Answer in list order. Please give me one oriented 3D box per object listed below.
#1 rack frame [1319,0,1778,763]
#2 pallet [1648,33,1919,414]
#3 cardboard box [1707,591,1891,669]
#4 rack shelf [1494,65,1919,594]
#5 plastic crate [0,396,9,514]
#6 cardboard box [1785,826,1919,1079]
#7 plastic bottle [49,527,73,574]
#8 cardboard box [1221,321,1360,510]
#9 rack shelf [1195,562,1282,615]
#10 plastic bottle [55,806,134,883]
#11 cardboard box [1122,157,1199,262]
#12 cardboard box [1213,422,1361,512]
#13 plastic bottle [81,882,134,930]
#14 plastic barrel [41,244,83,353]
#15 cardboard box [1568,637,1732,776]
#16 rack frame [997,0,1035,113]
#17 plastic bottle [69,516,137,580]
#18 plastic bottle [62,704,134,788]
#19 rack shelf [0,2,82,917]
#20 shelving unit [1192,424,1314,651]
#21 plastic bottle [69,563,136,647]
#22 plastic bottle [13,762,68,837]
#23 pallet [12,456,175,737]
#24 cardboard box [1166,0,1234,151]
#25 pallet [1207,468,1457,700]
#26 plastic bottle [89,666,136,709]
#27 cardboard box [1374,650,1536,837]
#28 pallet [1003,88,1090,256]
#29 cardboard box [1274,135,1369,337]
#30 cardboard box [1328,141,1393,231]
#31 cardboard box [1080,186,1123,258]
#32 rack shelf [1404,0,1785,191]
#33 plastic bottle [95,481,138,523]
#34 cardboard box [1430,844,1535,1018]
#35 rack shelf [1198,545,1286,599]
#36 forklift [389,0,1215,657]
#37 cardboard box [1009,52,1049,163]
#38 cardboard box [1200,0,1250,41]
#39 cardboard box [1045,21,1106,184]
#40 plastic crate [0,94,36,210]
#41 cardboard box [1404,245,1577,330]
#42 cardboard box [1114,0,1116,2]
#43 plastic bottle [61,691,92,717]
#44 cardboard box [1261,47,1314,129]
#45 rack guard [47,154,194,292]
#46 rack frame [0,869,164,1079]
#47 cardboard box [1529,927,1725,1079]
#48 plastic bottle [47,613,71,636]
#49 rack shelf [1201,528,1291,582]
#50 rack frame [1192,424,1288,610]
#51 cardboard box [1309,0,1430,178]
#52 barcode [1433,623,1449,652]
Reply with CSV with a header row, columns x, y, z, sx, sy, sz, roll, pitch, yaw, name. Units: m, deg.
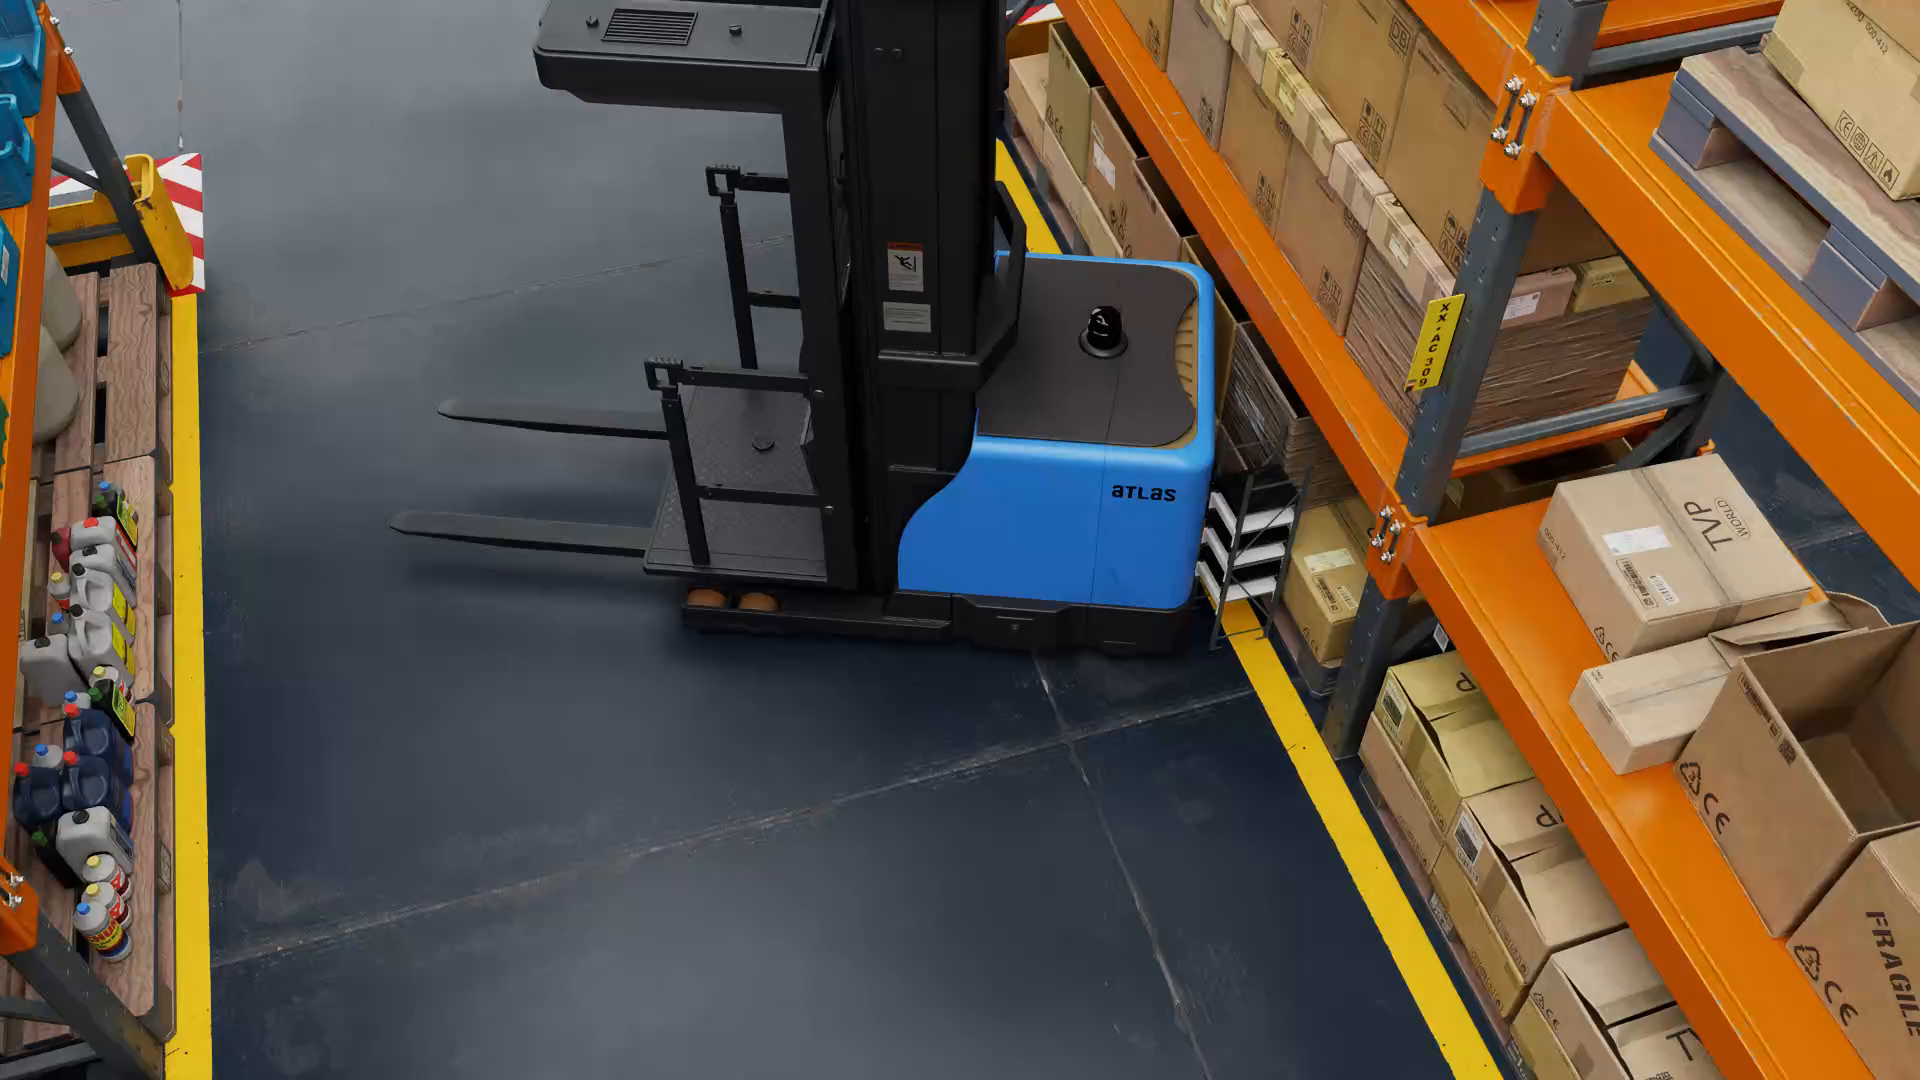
x,y,z,sx,sy,sz,roll,pitch,yaw,name
1.782,-0.339,4.863,1.000,3.000,0.127,-13,51,-11,rack frame
2.055,-0.603,3.249,0.805,0.209,1.217,-15,52,-12,pallet
2.218,0.305,4.409,0.396,0.266,0.258,-14,51,-12,cardboard box
2.374,0.387,2.760,1.077,0.370,4.000,-13,51,-11,rack shelf
-3.083,-0.209,4.892,0.450,0.188,0.662,-13,51,-11,plastic crate
2.298,0.944,3.717,0.500,0.500,0.500,-13,51,-11,cardboard box
-3.225,0.048,6.027,0.061,0.283,0.133,-13,51,-11,plastic bottle
1.299,-0.487,6.021,0.500,0.500,0.500,-13,51,-11,cardboard box
1.015,0.152,6.085,0.258,0.077,0.200,-11,48,-13,rack shelf
-2.748,0.953,5.268,0.152,0.276,0.135,-12,51,-10,plastic bottle
0.986,-1.213,6.634,0.500,0.500,0.500,-13,51,-11,cardboard box
1.298,-0.245,6.308,0.500,0.250,0.500,-13,51,-11,cardboard box
-2.656,1.132,5.166,0.097,0.201,0.097,0,50,0,plastic bottle
-3.866,-1.013,6.784,0.421,0.512,0.421,0,50,0,plastic barrel
1.849,0.435,4.375,0.380,0.149,0.250,-13,51,-11,cardboard box
0.599,-3.260,7.326,1.000,3.000,0.127,-13,51,-11,rack frame
-3.123,0.025,6.050,0.152,0.276,0.135,-13,51,-11,plastic bottle
-2.849,0.669,5.459,0.144,0.351,0.185,-15,52,-13,plastic bottle
-3.542,-0.451,5.428,1.077,0.370,4.000,-13,51,-11,rack shelf
1.023,0.006,5.930,0.258,0.900,0.210,-11,48,-13,shelving unit
-3.030,0.223,5.835,0.144,0.351,0.185,-11,51,-9,plastic bottle
-2.931,0.840,5.315,0.144,0.351,0.185,-13,51,-11,plastic bottle
-3.474,0.285,6.162,1.003,0.211,1.213,-13,51,-11,pallet
1.185,-1.819,6.046,0.700,0.500,0.500,-12,51,-10,cardboard box
1.587,-0.030,6.427,1.003,0.211,1.213,-13,51,-11,pallet
-2.910,0.505,5.694,0.097,0.201,0.097,0,50,0,plastic bottle
1.666,0.589,5.238,0.500,0.311,0.500,-13,51,-11,cardboard box
0.865,-1.813,7.930,1.003,0.211,1.213,-13,51,-11,pallet
1.483,-1.078,5.421,0.700,0.500,0.500,-14,51,-11,cardboard box
1.346,-1.102,5.017,0.380,0.149,0.250,-15,51,-12,cardboard box
0.844,-1.338,7.229,0.500,0.250,0.500,-13,51,-11,cardboard box
1.191,-2.535,5.223,1.077,0.370,4.000,-13,51,-11,rack shelf
-3.172,-0.141,6.239,0.097,0.201,0.097,0,50,0,plastic bottle
1.815,1.136,5.144,0.500,0.250,0.500,-12,51,-10,cardboard box
1.018,0.090,6.020,0.258,0.077,0.200,-11,48,-13,rack shelf
-0.622,-0.992,5.459,3.031,2.935,1.130,4,50,4,forklift
0.545,-2.067,7.844,0.500,0.250,0.500,-13,51,-11,cardboard box
1.042,-1.851,5.649,0.380,0.149,0.250,-12,51,-10,cardboard box
0.695,-1.944,7.250,0.500,0.500,0.500,-13,51,-11,cardboard box
-3.513,-1.322,5.789,0.499,0.251,0.408,-13,51,-11,plastic crate
1.497,-0.730,4.704,0.380,0.149,0.250,-13,51,-11,cardboard box
0.885,-2.566,6.676,0.700,0.500,0.500,-12,51,-10,cardboard box
-2.928,0.596,5.572,0.097,0.271,0.097,0,50,0,plastic bottle
1.198,-1.474,5.331,0.380,0.149,0.250,-14,51,-11,cardboard box
-4.066,-1.293,7.302,1.175,0.500,0.348,-13,51,-11,rack guard
-2.951,0.778,3.922,1.000,3.000,0.127,-13,51,-11,rack frame
1.964,1.334,4.610,0.500,0.311,0.500,-15,51,-12,cardboard box
-3.132,0.330,5.842,0.097,0.201,0.097,0,50,0,plastic bottle
1.022,0.028,5.954,0.258,0.077,0.200,-11,48,-13,rack shelf
0.993,-0.066,5.996,0.240,0.900,0.006,-11,48,-13,rack frame
1.494,-1.481,4.912,0.700,0.500,0.500,-13,51,-11,cardboard box
1.460,0.296,5.047,0.001,0.075,0.075,-13,51,-11,barcode
